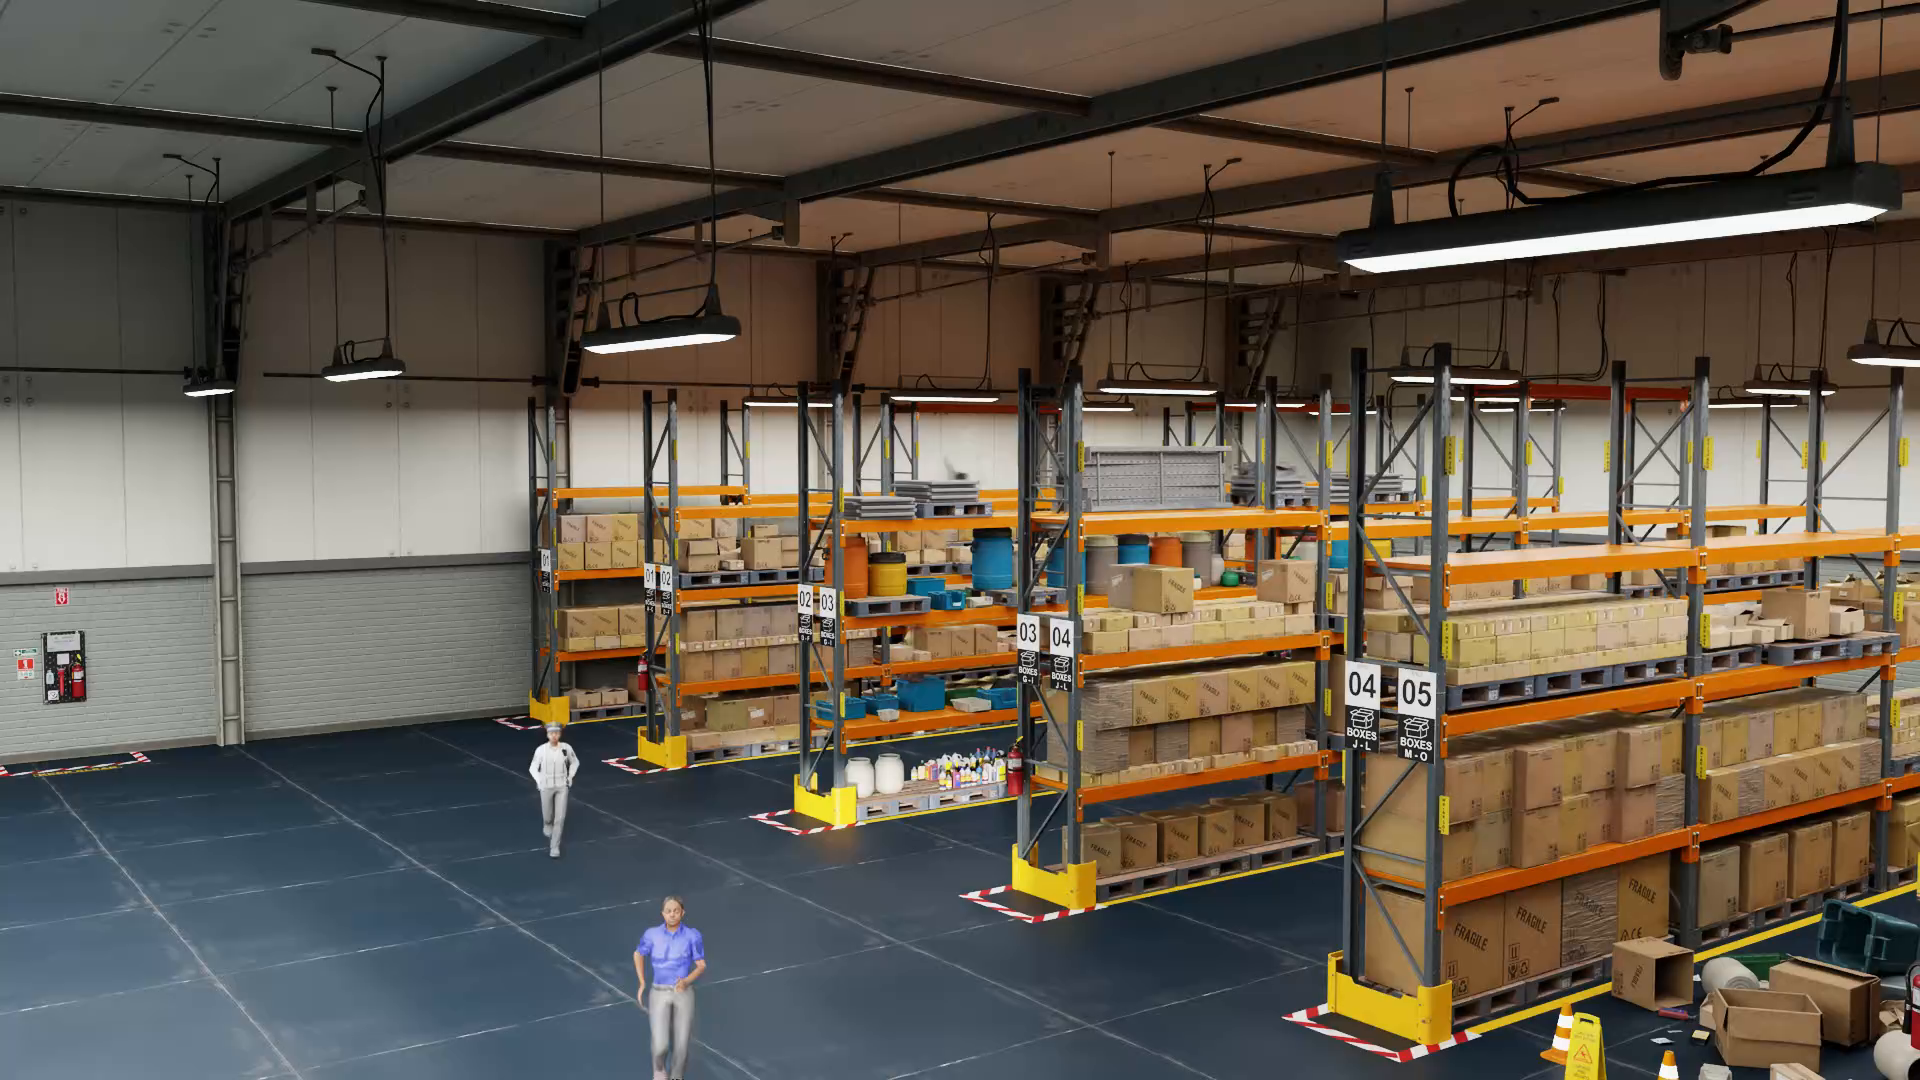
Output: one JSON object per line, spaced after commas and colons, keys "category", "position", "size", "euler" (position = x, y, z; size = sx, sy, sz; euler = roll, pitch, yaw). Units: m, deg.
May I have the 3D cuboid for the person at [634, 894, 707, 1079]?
{"category": "person", "position": [-2.252, 3.583, 12.947], "size": [0.560, 1.615, 0.576], "euler": [-1, 3, -11]}

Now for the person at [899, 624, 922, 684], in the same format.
{"category": "person", "position": [-0.918, 2.323, 32.212], "size": [0.600, 1.603, 0.580], "euler": [-3, 5, -45]}

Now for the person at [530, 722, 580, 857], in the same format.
{"category": "person", "position": [-5.091, 3.100, 20.925], "size": [0.615, 1.667, 0.729], "euler": [-1, 4, -16]}
